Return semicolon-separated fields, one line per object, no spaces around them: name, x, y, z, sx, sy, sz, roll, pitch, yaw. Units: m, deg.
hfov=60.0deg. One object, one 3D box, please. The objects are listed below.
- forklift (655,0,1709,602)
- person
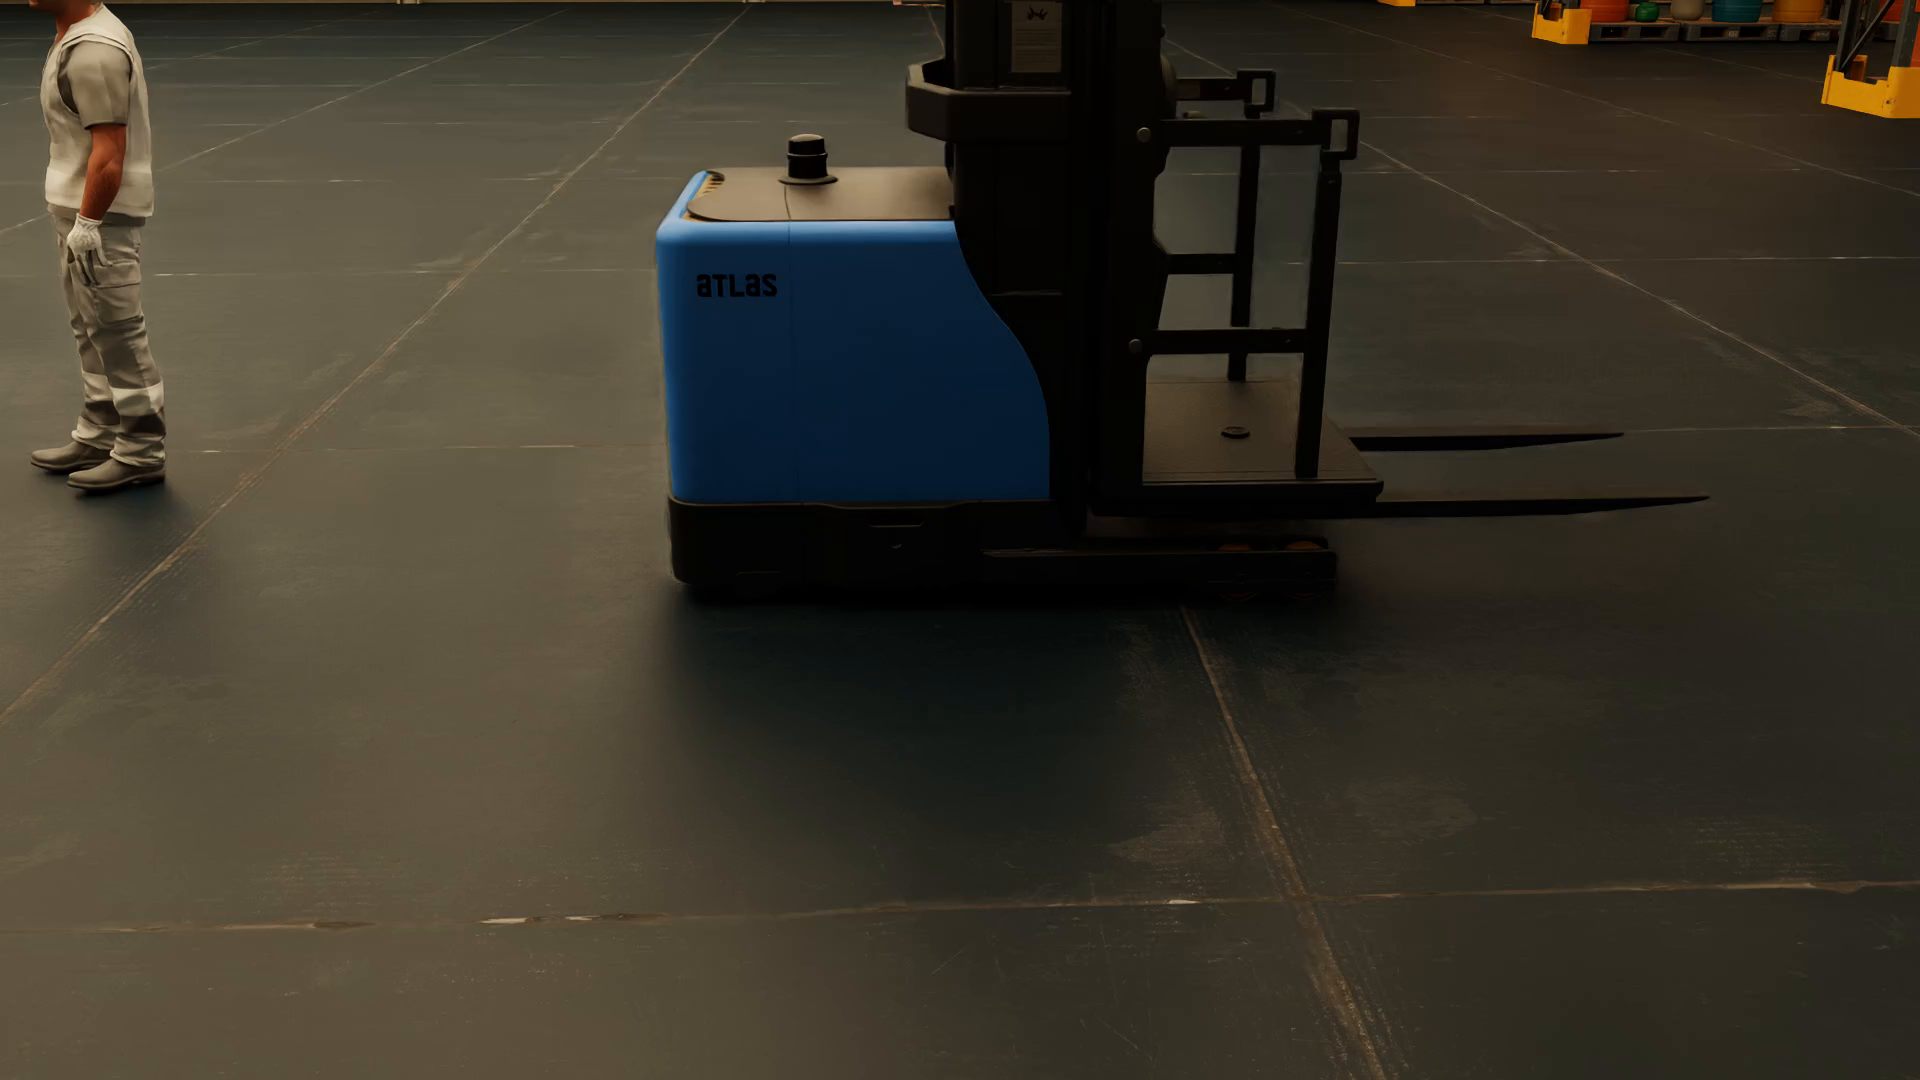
forklift;0.678;-1.382;4.682;3.031;2.935;1.130;-1;21;-2
person;-2.850;-1.034;5.337;0.563;1.787;0.638;-10;24;-24
